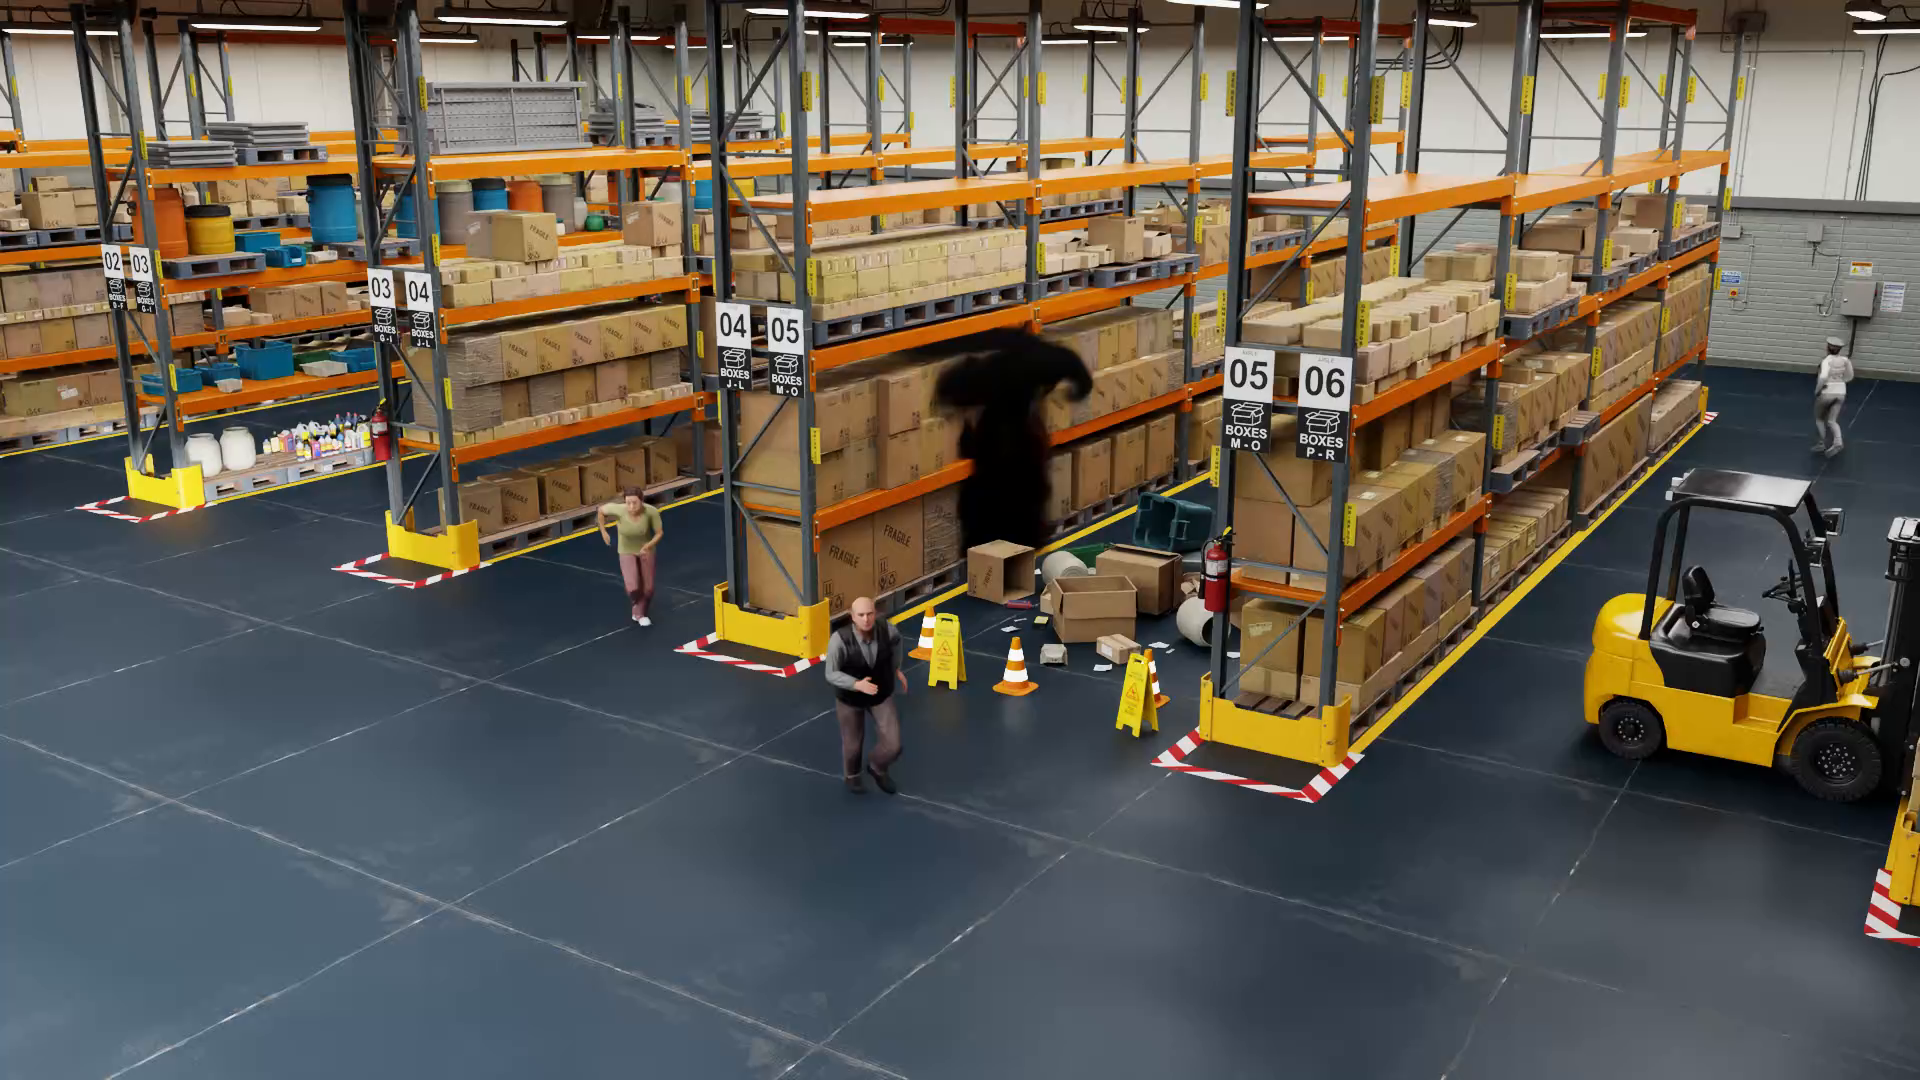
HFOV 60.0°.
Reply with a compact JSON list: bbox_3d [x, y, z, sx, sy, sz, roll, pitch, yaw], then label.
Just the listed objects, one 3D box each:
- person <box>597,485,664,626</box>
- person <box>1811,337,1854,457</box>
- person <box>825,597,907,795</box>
[{"bbox_3d":[-3.122,0.163,15.847,0.605,1.500,0.786,-3,16,-11],"label":"person"},{"bbox_3d":[12.239,-1.978,23.264,0.598,1.667,0.831,0,16,-1],"label":"person"},{"bbox_3d":[-0.672,1.146,12.045,0.656,1.615,0.898,-4,16,-15],"label":"person"}]
